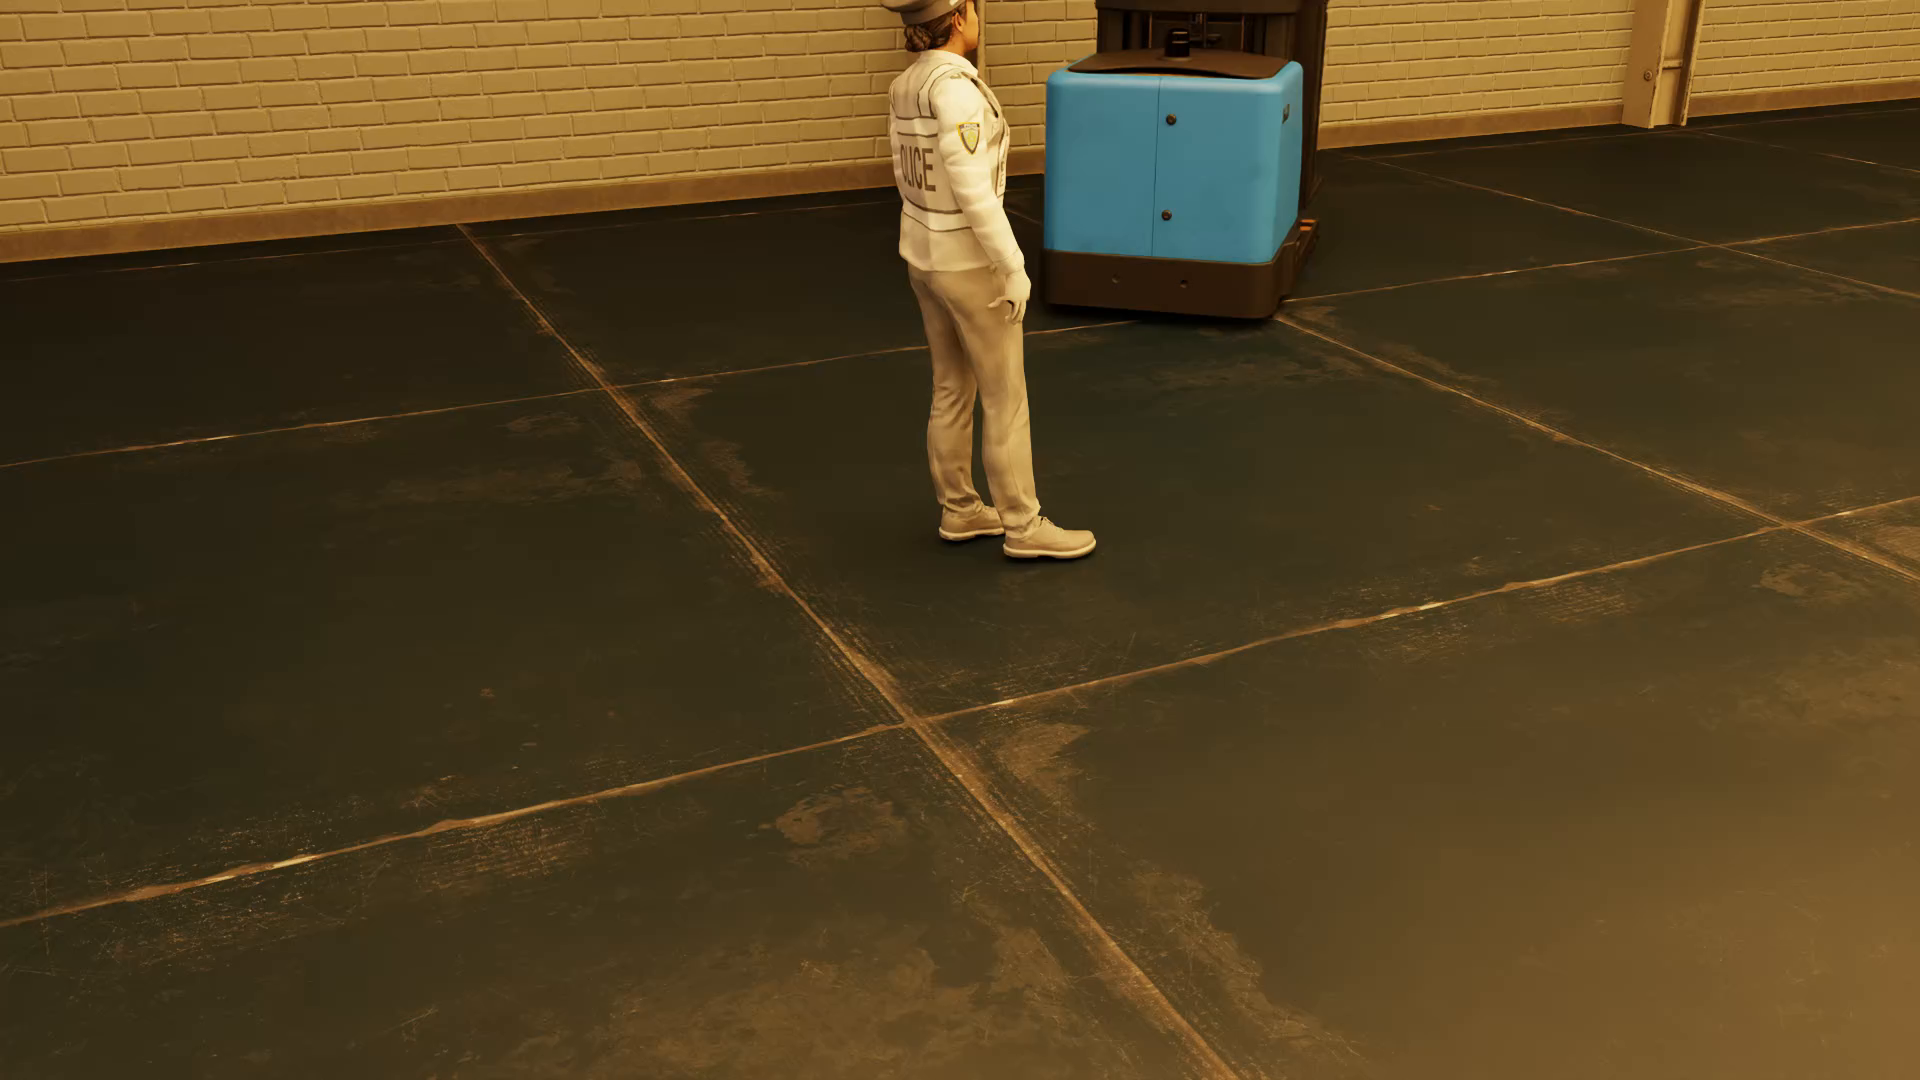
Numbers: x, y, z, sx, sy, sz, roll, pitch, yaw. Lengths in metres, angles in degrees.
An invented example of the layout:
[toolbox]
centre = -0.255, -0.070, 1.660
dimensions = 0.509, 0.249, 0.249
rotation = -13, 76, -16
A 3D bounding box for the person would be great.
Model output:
[person]
centre = 0.064, -0.798, 4.800
dimensions = 0.534, 1.696, 0.587
rotation = -10, 25, -23

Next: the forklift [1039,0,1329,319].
[forklift]
centre = 1.279, -2.853, 8.153
dimensions = 1.130, 2.935, 3.031
rotation = 7, 23, 16
